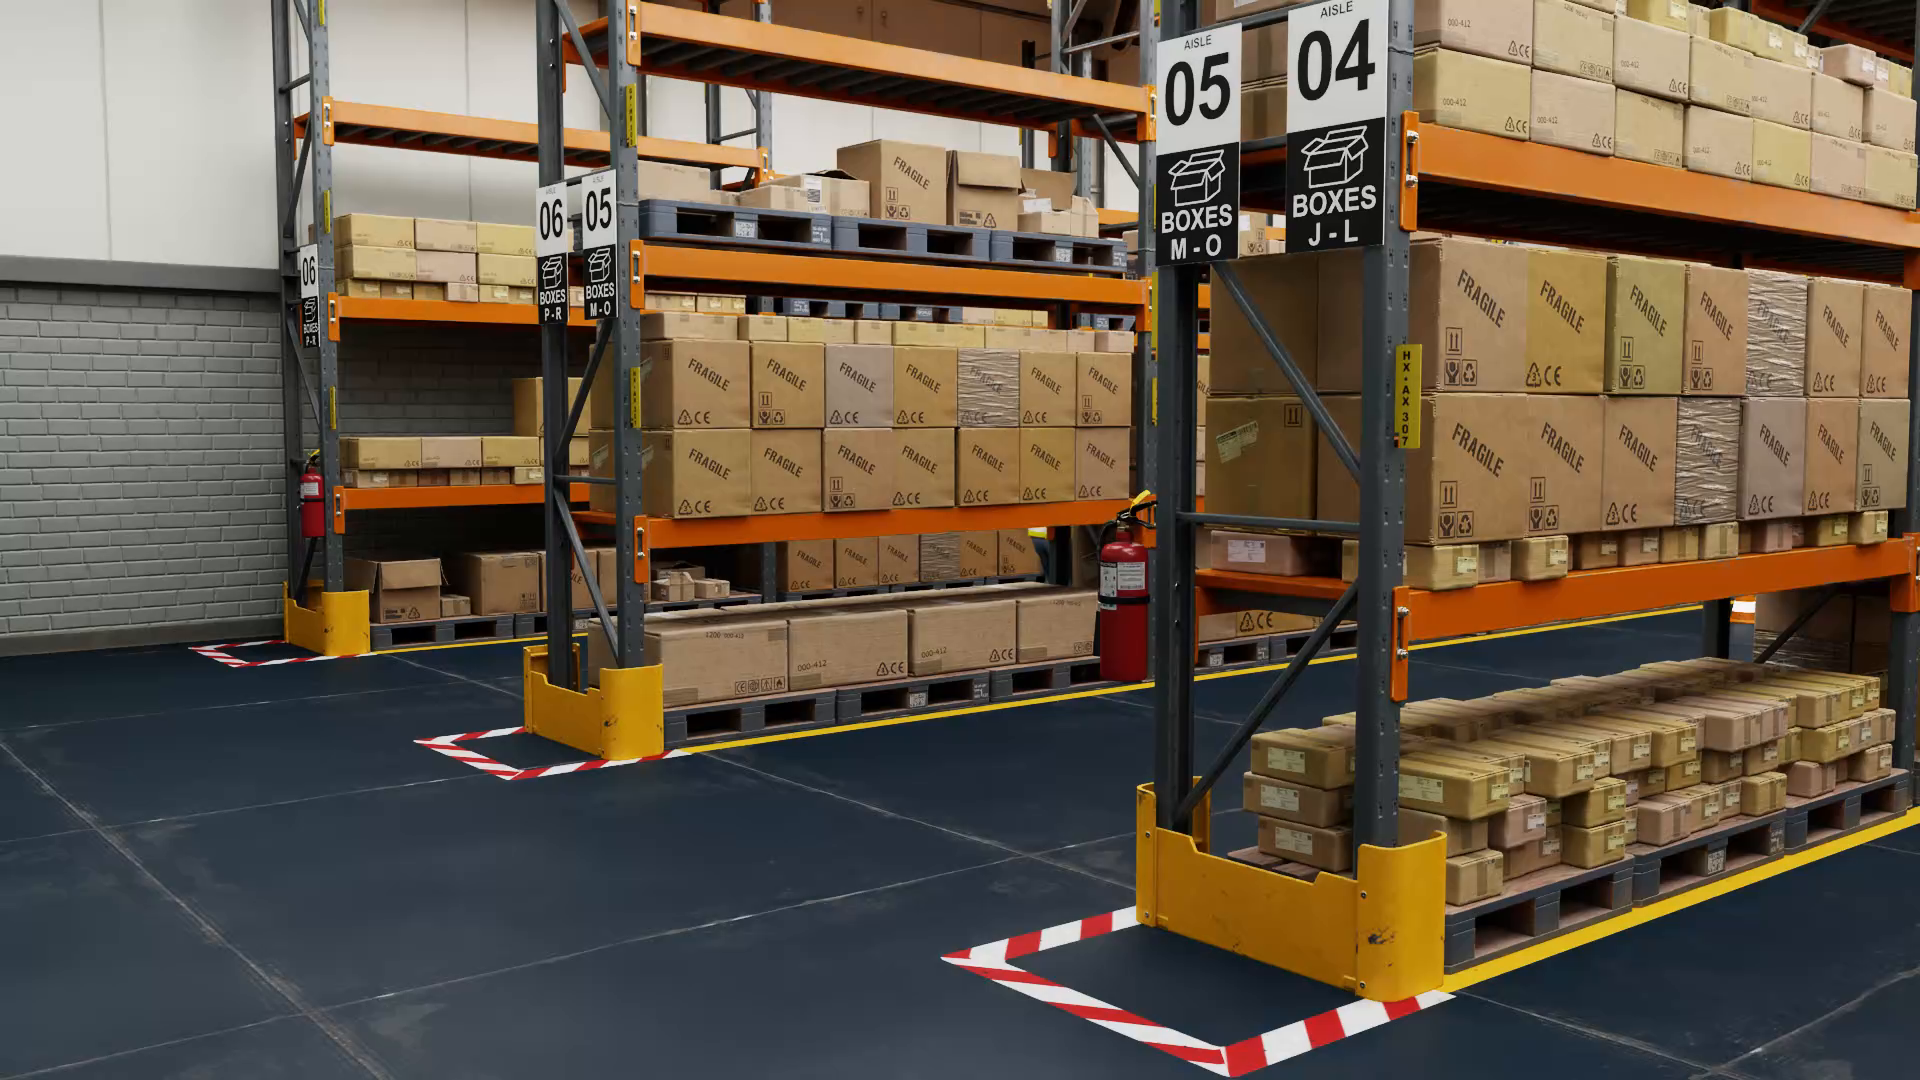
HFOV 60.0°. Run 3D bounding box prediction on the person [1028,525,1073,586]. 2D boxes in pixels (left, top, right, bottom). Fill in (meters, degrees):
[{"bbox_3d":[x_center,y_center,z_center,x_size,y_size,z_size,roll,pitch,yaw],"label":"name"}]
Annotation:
[{"bbox_3d":[1.018,0.229,14.400,0.974,1.148,0.477,-4,6,-41],"label":"person"}]
